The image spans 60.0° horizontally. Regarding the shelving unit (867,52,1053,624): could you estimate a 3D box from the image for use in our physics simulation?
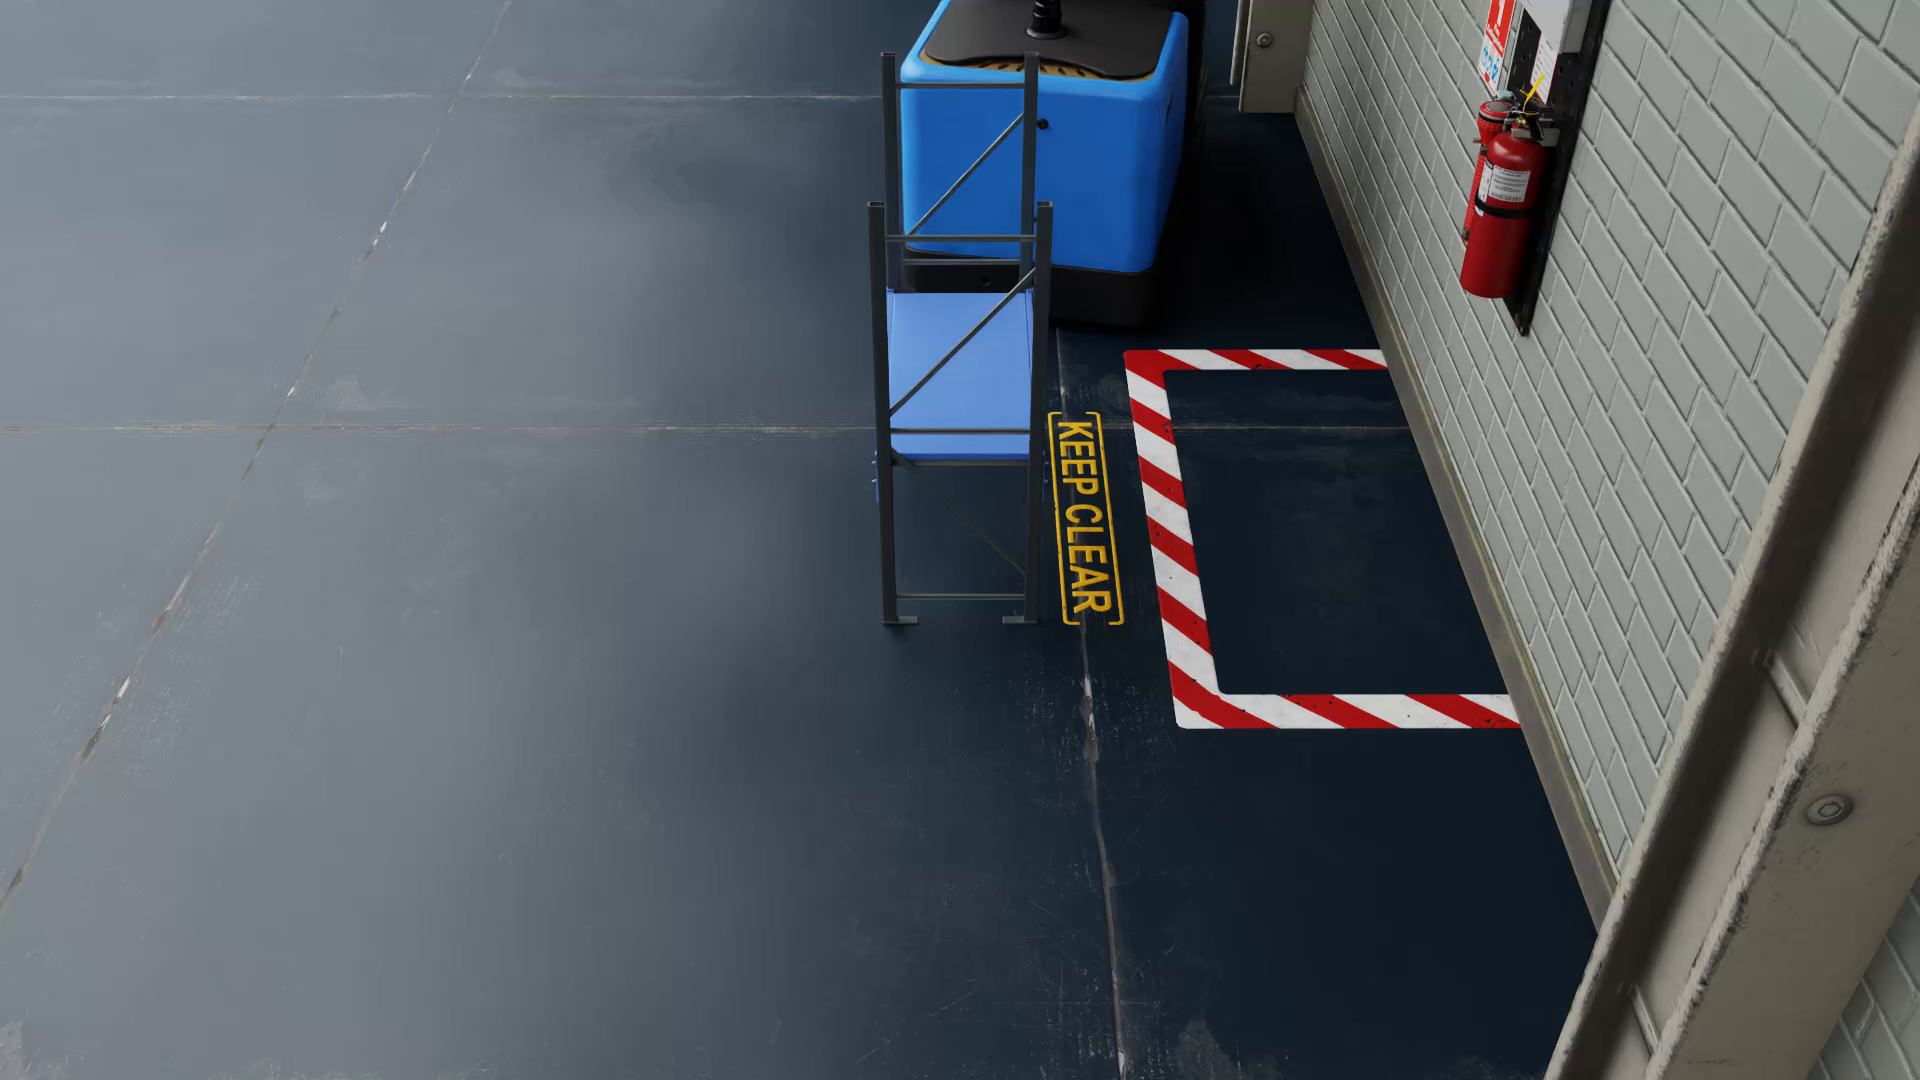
[{"bbox_3d":[0.000,-0.639,5.348,0.538,1.500,1.048,0,39,0],"label":"shelving unit"}]

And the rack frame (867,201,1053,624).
[{"bbox_3d":[0.000,-0.321,4.951,0.500,1.500,0.032,0,39,0],"label":"rack frame"}]

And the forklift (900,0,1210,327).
[{"bbox_3d":[0.576,-2.930,7.062,1.130,2.935,3.031,8,39,10],"label":"forklift"}]

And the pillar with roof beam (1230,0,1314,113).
[{"bbox_3d":[-2.726,-5.809,5.803,9.100,9.000,0.400,0,39,0],"label":"pillar with roof beam"}]

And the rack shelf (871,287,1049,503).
[{"bbox_3d":[0.000,-0.498,5.460,0.538,0.185,1.000,0,39,0],"label":"rack shelf"}]

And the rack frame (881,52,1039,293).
[{"bbox_3d":[-0.001,-0.956,5.744,0.500,1.500,0.032,0,39,0],"label":"rack frame"}]

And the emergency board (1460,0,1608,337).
[{"bbox_3d":[1.621,-1.264,4.929,0.194,1.169,0.643,0,39,0],"label":"emergency board"}]

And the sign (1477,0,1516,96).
[{"bbox_3d":[1.724,-1.624,5.349,0.001,0.329,0.234,0,39,0],"label":"sign"}]

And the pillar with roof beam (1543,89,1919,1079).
[{"bbox_3d":[-2.719,-2.057,1.121,9.100,9.000,0.400,0,39,0],"label":"pillar with roof beam"}]
